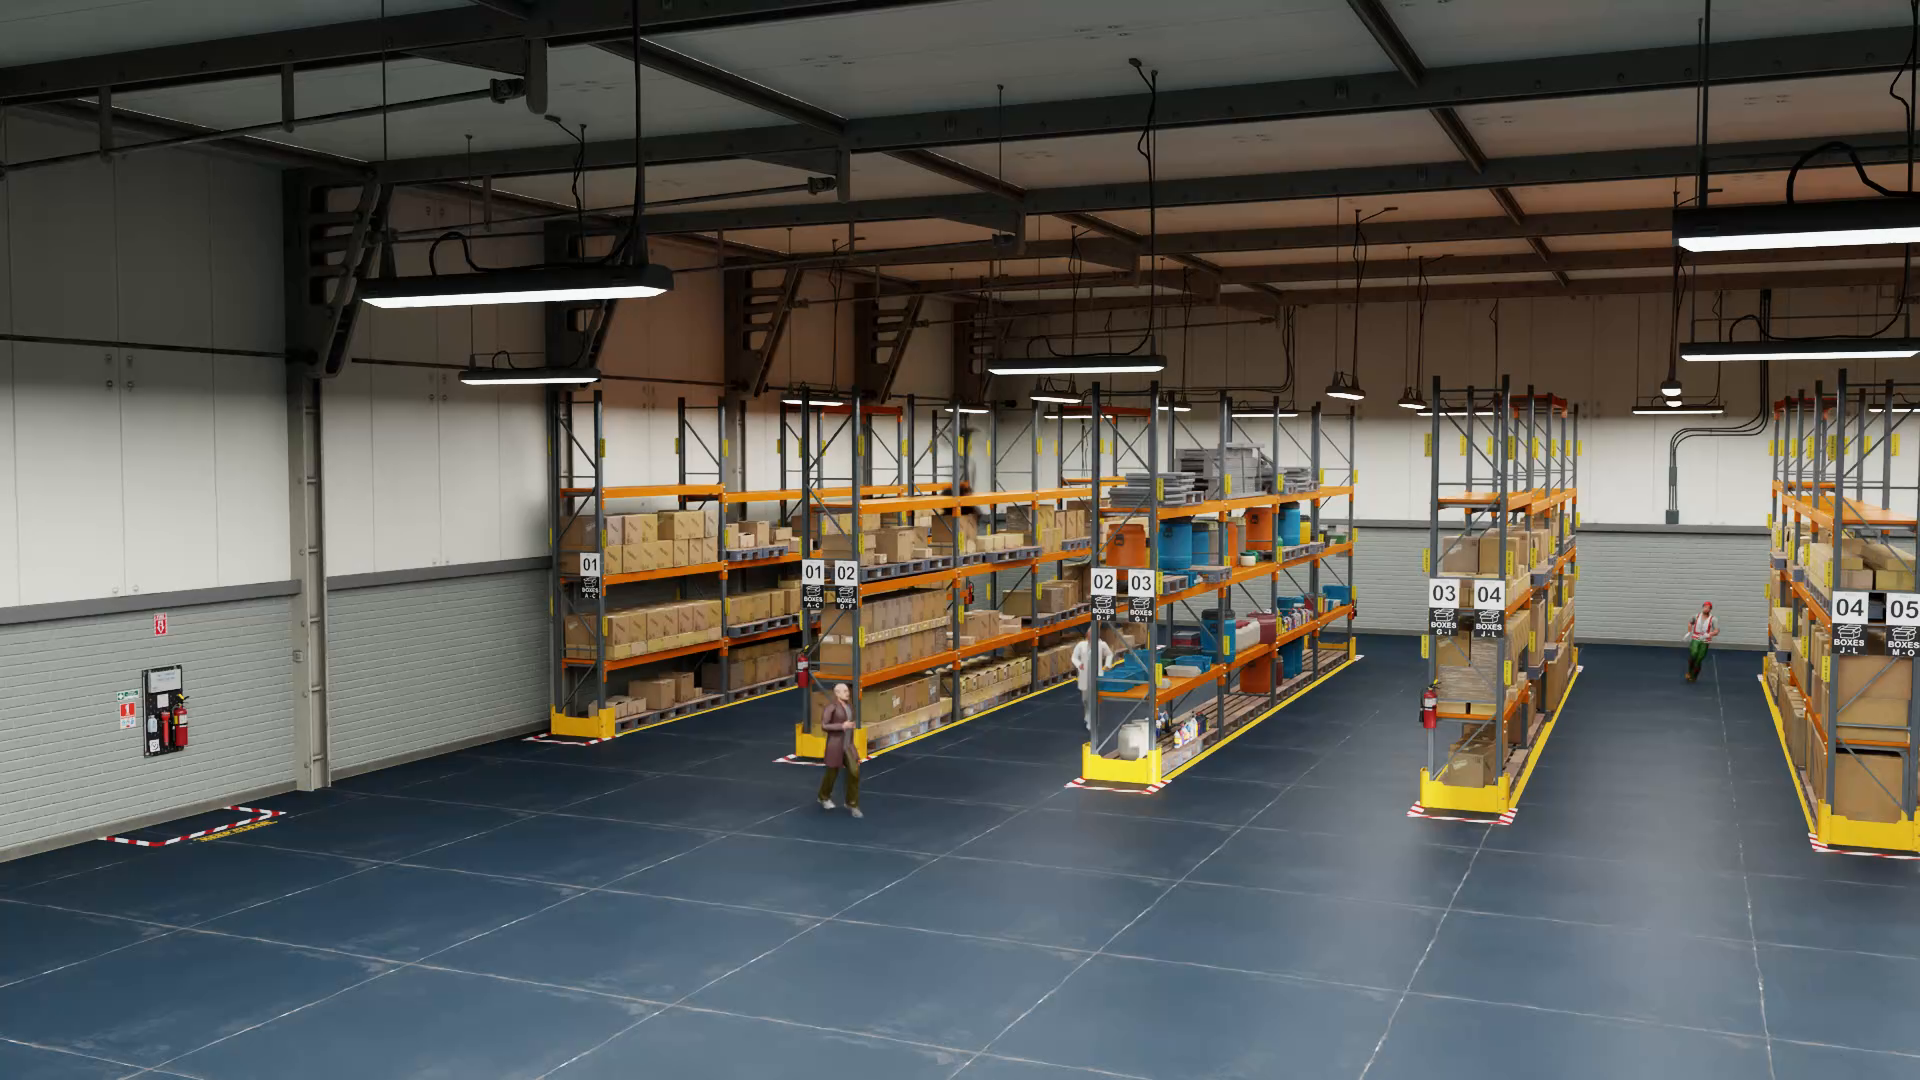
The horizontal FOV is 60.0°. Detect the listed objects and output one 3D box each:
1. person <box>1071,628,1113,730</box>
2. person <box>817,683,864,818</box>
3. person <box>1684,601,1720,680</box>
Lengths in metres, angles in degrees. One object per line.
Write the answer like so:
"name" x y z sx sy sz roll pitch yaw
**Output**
"person" 2.362 2.464 29.864 0.733 1.791 0.925 1 3 13
"person" -1.679 2.874 22.671 0.860 1.855 0.668 3 4 44
"person" 15.783 2.162 35.410 0.696 1.715 0.648 2 4 30
